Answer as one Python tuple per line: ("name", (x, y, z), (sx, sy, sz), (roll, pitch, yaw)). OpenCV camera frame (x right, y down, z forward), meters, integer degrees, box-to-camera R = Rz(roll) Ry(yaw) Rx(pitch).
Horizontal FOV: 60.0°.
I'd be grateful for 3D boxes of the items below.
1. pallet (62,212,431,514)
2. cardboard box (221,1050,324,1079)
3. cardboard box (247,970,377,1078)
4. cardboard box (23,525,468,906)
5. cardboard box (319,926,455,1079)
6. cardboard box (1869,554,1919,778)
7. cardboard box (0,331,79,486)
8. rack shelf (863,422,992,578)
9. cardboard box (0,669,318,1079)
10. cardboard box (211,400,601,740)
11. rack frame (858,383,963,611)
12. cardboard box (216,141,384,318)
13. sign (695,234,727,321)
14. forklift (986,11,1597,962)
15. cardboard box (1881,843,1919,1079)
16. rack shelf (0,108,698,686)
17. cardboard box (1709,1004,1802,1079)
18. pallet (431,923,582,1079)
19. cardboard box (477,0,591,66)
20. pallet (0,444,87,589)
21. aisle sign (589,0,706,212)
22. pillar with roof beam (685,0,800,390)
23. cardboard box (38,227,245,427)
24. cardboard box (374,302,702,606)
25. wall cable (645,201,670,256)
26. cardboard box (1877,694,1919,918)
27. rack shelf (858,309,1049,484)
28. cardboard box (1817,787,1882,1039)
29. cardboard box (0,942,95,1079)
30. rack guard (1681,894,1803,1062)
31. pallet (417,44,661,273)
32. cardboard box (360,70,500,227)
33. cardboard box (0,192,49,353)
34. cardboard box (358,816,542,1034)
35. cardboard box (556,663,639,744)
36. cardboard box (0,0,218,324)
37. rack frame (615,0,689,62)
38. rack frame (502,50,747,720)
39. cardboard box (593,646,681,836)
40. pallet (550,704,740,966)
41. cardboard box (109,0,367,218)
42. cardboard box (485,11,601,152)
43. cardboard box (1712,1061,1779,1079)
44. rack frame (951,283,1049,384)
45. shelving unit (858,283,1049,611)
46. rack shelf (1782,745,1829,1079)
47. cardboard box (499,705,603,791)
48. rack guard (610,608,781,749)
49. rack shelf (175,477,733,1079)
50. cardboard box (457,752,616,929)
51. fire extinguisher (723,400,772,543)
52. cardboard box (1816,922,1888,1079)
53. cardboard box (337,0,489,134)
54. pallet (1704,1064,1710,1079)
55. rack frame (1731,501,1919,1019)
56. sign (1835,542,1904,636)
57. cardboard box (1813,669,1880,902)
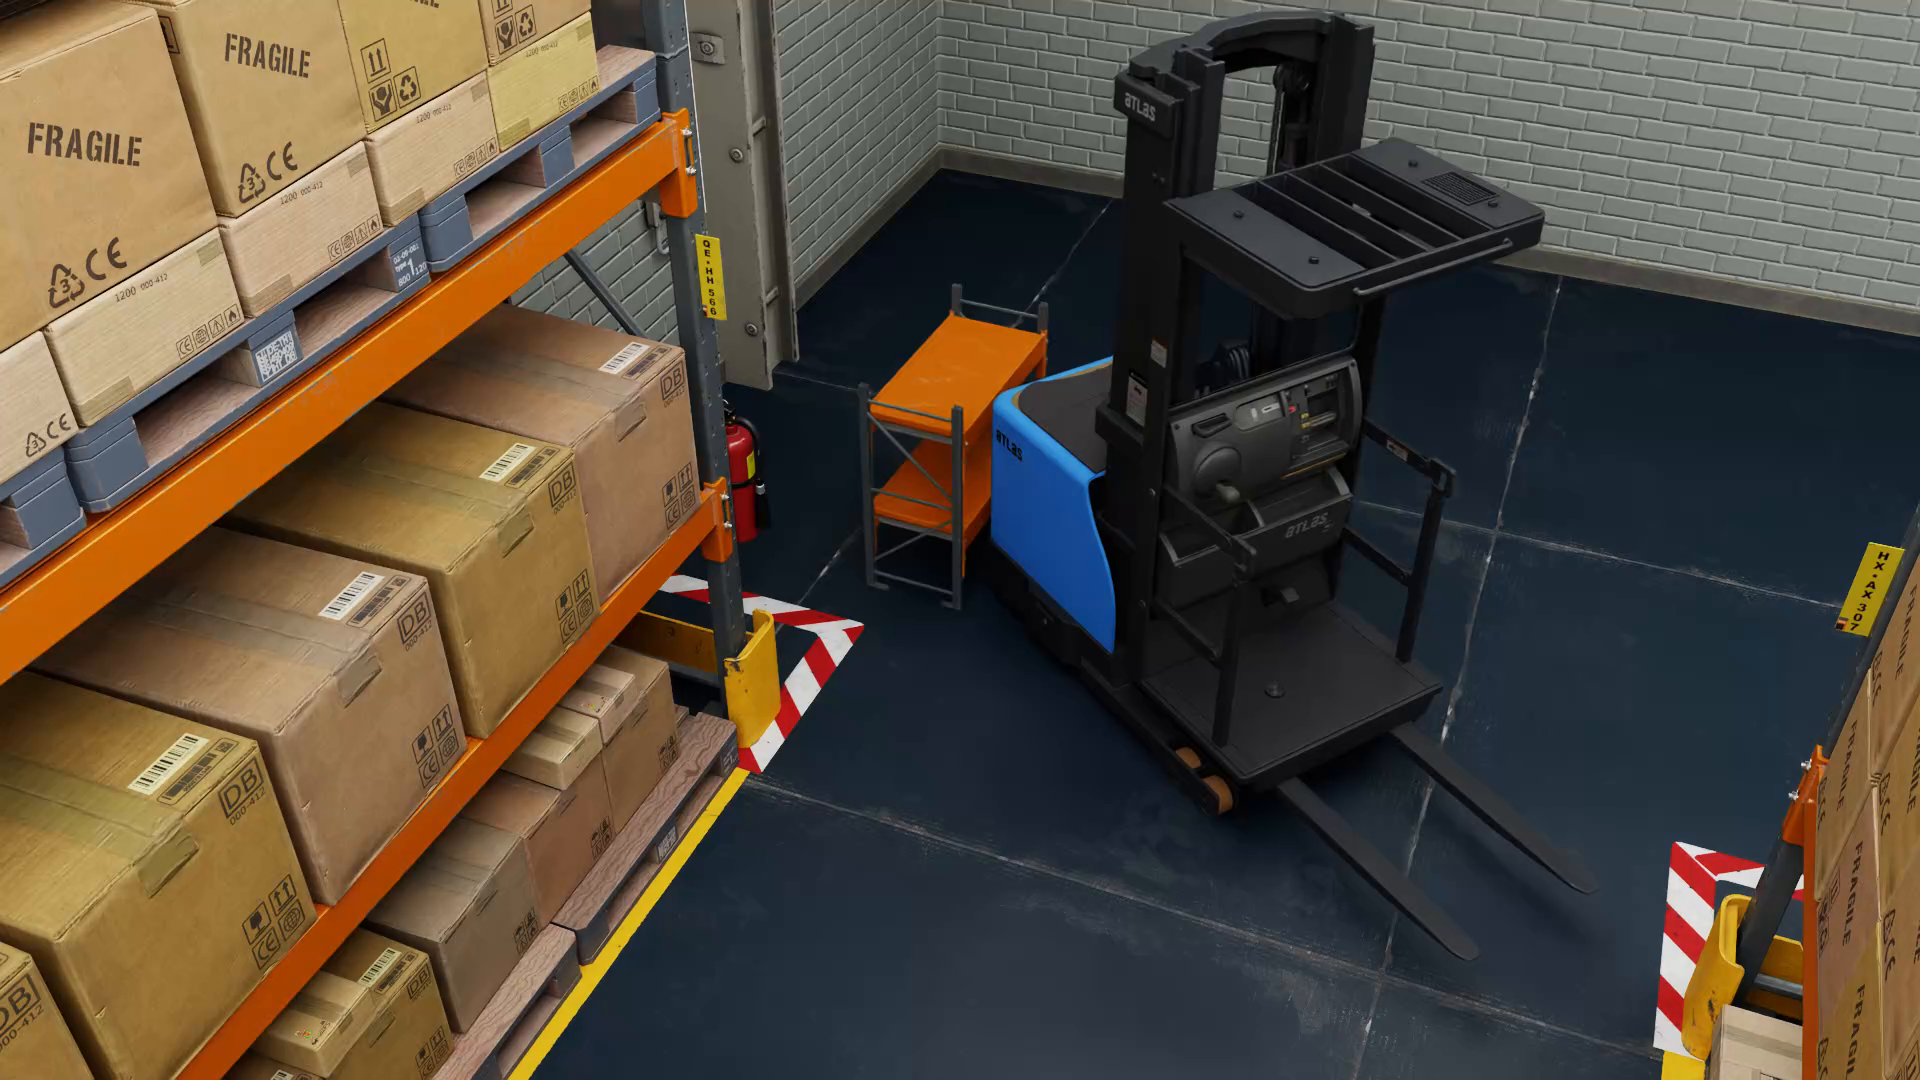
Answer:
("pallet", (-2.122, -0.582, 4.193), (1.003, 0.211, 1.213), (14, 39, 18))
("cardboard box", (-2.335, 1.873, 5.078), (0.700, 0.500, 0.500), (13, 39, 17))
("cardboard box", (-2.032, 1.453, 5.097), (0.380, 0.149, 0.250), (13, 39, 16))
("cardboard box", (-2.137, 0.483, 4.949), (0.980, 0.700, 0.700), (12, 38, 16))
("cardboard box", (-2.138, 1.589, 5.457), (0.700, 0.500, 0.500), (15, 39, 19))
("cardboard box", (2.783, 0.365, 4.440), (0.500, 0.500, 0.500), (15, 39, 19))
("cardboard box", (-2.195, -0.243, 3.357), (0.500, 0.250, 0.500), (13, 39, 17))
("rack shelf", (-0.014, -0.266, 8.176), (0.538, 0.278, 1.000), (15, 39, 19))
("cardboard box", (-2.404, 0.888, 4.407), (0.980, 0.700, 0.700), (13, 39, 17))
("cardboard box", (-1.838, 0.063, 5.511), (0.980, 0.700, 0.700), (14, 39, 17))
("rack frame", (-0.220, -0.183, 7.657), (0.500, 1.125, 0.032), (15, 39, 19))
("cardboard box", (-1.810, -0.813, 4.119), (0.500, 0.250, 0.500), (13, 39, 16))
("sign", (-0.890, -0.934, 5.931), (0.100, 0.325, 0.005), (14, 39, 18))
("forklift", (1.322, -0.361, 6.387), (1.130, 2.935, 3.031), (-20, 41, -25))
("cardboard box", (2.396, 0.932, 3.681), (0.500, 0.500, 0.500), (14, 39, 18))
("rack shelf", (-2.148, -0.313, 4.360), (1.077, 0.370, 4.000), (14, 39, 18))
("cardboard box", (2.719, 1.739, 5.534), (0.380, 0.149, 0.250), (14, 39, 18))
("pallet", (-2.084, 1.744, 5.842), (1.003, 0.211, 1.213), (14, 39, 18))
("cardboard box", (-1.413, -1.690, 4.666), (0.500, 0.500, 0.500), (14, 39, 18))
("pallet", (-2.588, 0.091, 3.293), (1.003, 0.211, 1.213), (14, 39, 18))
("aisle sign", (-1.082, -1.520, 5.708), (0.394, 0.787, 0.004), (14, 39, 18))
("pillar with roof beam", (2.822, -3.621, 5.680), (9.100, 9.000, 0.400), (14, 39, 18))
("cardboard box", (-2.007, -0.529, 3.739), (0.500, 0.250, 0.500), (13, 39, 17))
("cardboard box", (-1.572, -0.342, 6.054), (0.980, 0.700, 0.700), (16, 40, 20))
("wall cable", (-1.774, -1.838, 7.457), (0.084, 1.984, 1.851), (14, 39, 18))
("cardboard box", (2.591, 0.656, 4.050), (0.500, 0.500, 0.500), (14, 39, 18))
("rack shelf", (-0.014, -0.696, 7.854), (0.538, 0.278, 1.000), (15, 39, 19))
("cardboard box", (2.592, 1.052, 4.355), (0.500, 0.500, 0.500), (13, 39, 17))
("cardboard box", (-2.687, 1.291, 3.868), (0.980, 0.700, 0.700), (14, 39, 18))
("rack guard", (3.167, 1.663, 5.709), (1.175, 0.500, 0.348), (14, 39, 18))
("pallet", (-1.659, -1.260, 5.100), (1.003, 0.211, 1.213), (14, 39, 18))
("cardboard box", (-1.617, -1.102, 4.506), (0.500, 0.250, 0.500), (12, 39, 16))
("cardboard box", (-2.188, -0.559, 3.153), (0.500, 0.500, 0.500), (13, 39, 17))
("cardboard box", (-1.942, 1.292, 5.854), (0.700, 0.500, 0.500), (13, 39, 16))
("cardboard box", (-1.441, 0.589, 6.253), (0.380, 0.149, 0.250), (13, 39, 17))
("cardboard box", (-2.005, -0.834, 3.521), (0.500, 0.500, 0.500), (14, 39, 18))
("rack frame", (-1.387, -2.910, 4.728), (1.000, 3.000, 0.127), (14, 39, 18))
("rack frame", (-1.387, -0.507, 6.524), (1.000, 3.000, 0.127), (14, 39, 18))
("cardboard box", (-1.561, 0.736, 6.598), (0.700, 0.500, 0.500), (14, 39, 18))
("pallet", (-1.619, 1.071, 6.743), (1.003, 0.211, 1.213), (14, 39, 18))
("cardboard box", (-1.804, -1.124, 3.909), (0.500, 0.500, 0.500), (12, 38, 16))
("cardboard box", (-1.420, -1.391, 4.892), (0.500, 0.250, 0.500), (15, 39, 19))
("cardboard box", (2.623, 1.870, 5.343), (0.380, 0.166, 0.250), (14, 39, 18))
("rack frame", (0.192, -0.740, 8.402), (0.500, 1.125, 0.032), (15, 39, 19))
("shelving unit", (-0.014, -0.462, 8.030), (0.538, 1.125, 1.048), (15, 39, 19))
("rack shelf", (2.435, 2.015, 3.751), (1.077, 0.370, 4.000), (14, 39, 18))
("cardboard box", (-1.538, 0.731, 6.063), (0.380, 0.149, 0.250), (15, 39, 19))
("rack guard", (-1.378, 0.481, 7.290), (1.175, 0.500, 0.348), (14, 39, 18))
("rack shelf", (-2.148, 0.889, 5.258), (1.077, 0.370, 4.000), (14, 39, 18))
("cardboard box", (-1.751, 1.014, 6.227), (0.700, 0.500, 0.500), (14, 39, 18))
("fire extinguisher", (-0.903, -0.305, 6.630), (0.296, 0.674, 0.183), (14, 39, 18))
("cardboard box", (2.398, 1.329, 3.984), (0.500, 0.500, 0.500), (14, 39, 18))
("cardboard box", (-1.613, -1.415, 4.298), (0.500, 0.500, 0.500), (15, 39, 19))
("pallet", (2.864, 2.220, 5.205), (1.003, 0.211, 1.213), (14, 39, 18))
("rack frame", (3.196, 0.619, 5.017), (1.000, 3.000, 0.127), (14, 39, 18))
("sign", (2.694, 0.149, 4.923), (0.100, 0.325, 0.005), (14, 39, 18))
("cardboard box", (2.783, 0.765, 4.739), (0.500, 0.500, 0.500), (15, 39, 19))
